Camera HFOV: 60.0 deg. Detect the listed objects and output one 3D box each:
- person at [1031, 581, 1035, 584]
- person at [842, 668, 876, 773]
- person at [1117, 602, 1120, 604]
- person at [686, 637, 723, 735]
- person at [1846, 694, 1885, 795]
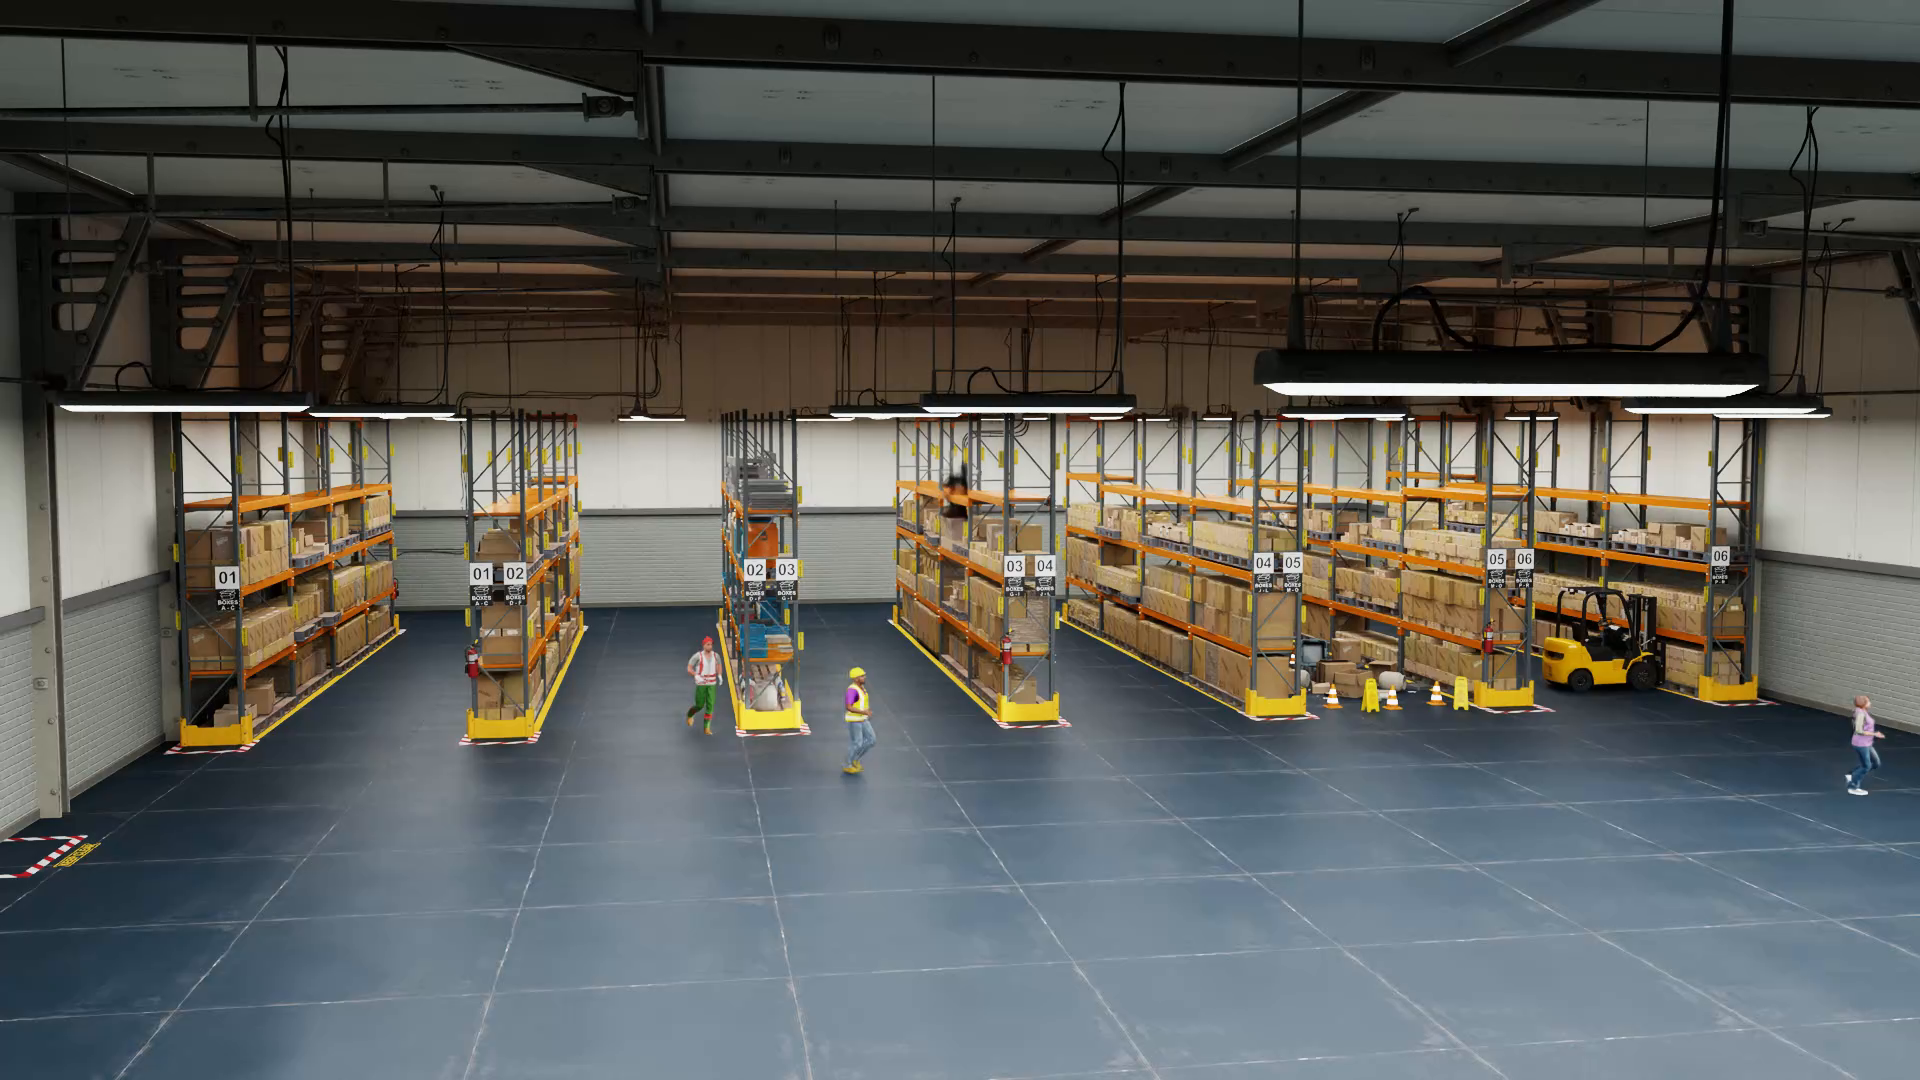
[{"bbox_3d":[2.106,1.689,46.406,0.560,1.609,0.857,-1,4,-9],"label":"person"},{"bbox_3d":[-1.645,2.950,27.188,0.624,1.737,0.696,1,4,19],"label":"person"},{"bbox_3d":[4.797,1.464,49.319,0.769,1.652,0.714,4,6,45],"label":"person"},{"bbox_3d":[-4.727,2.690,30.946,0.706,1.777,0.812,-2,5,-32],"label":"person"},{"bbox_3d":[13.945,3.152,25.588,0.536,1.556,0.526,3,5,35],"label":"person"}]
